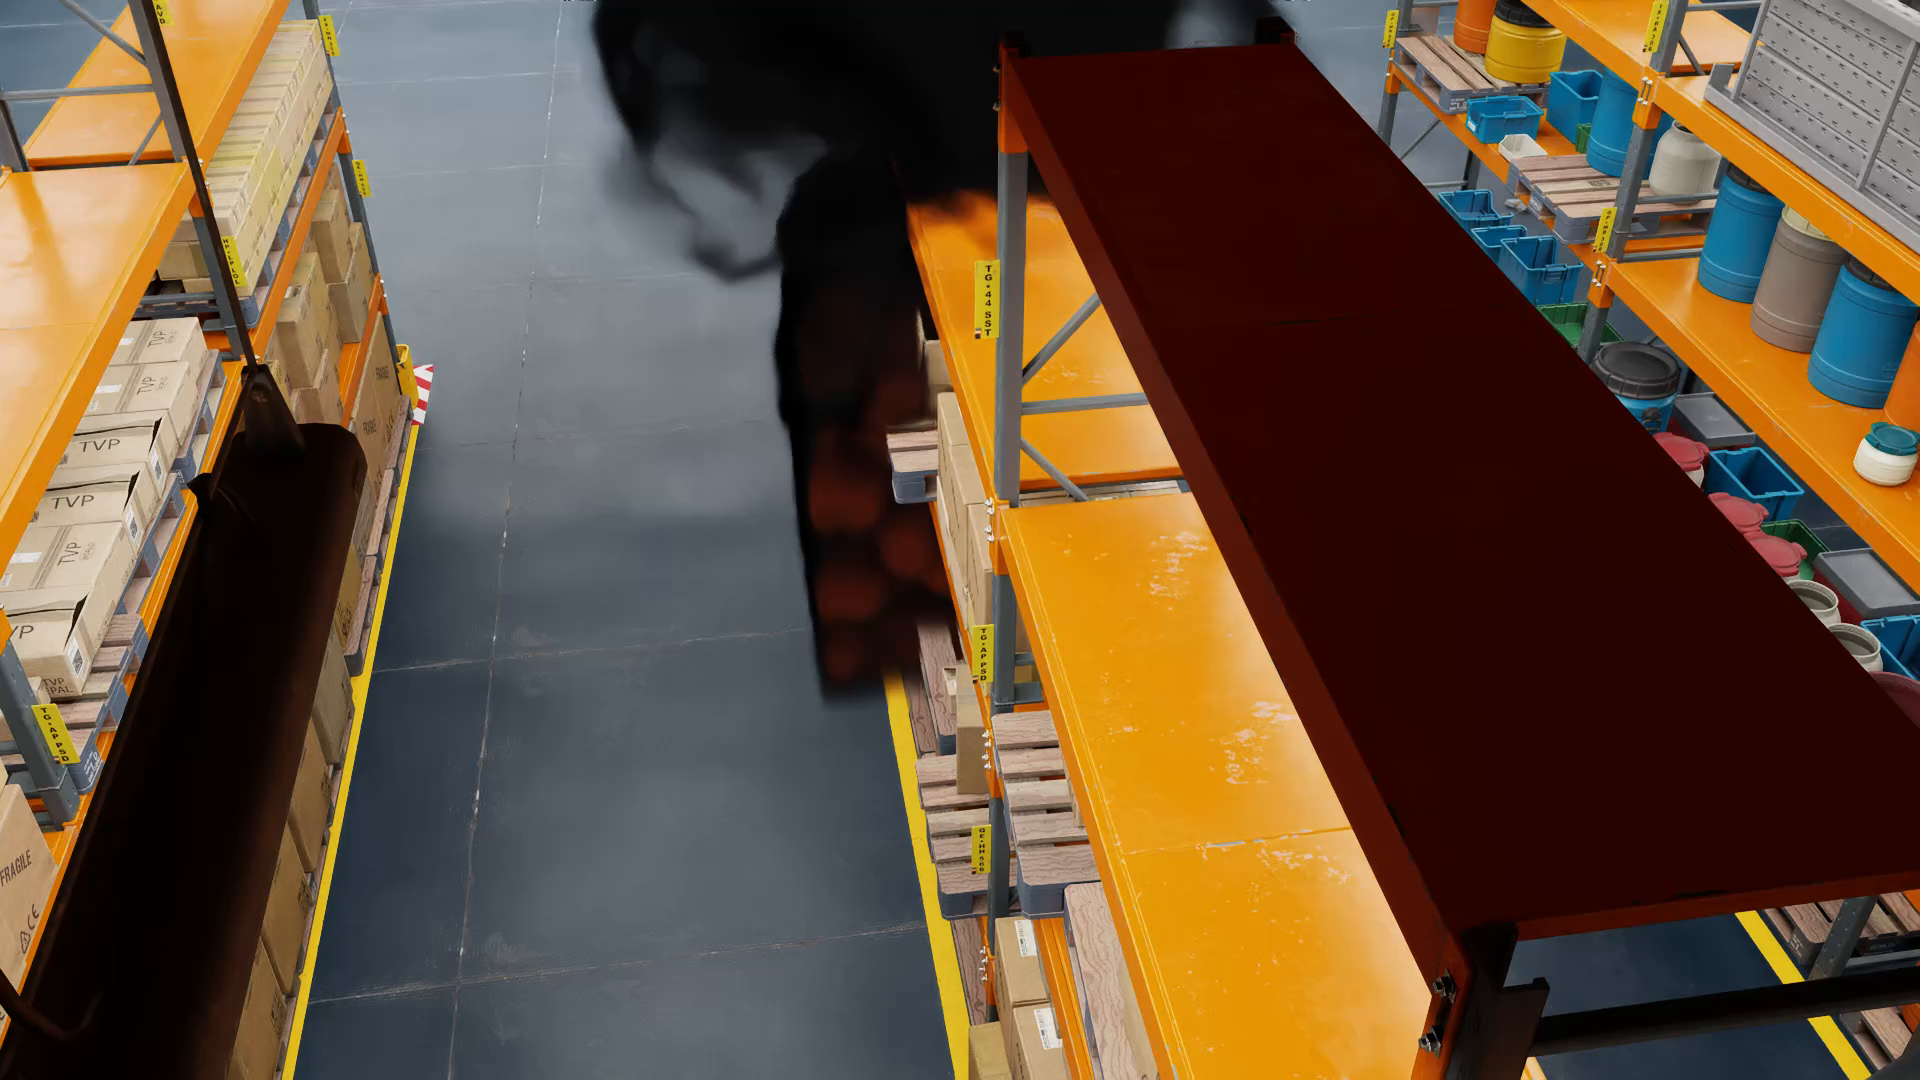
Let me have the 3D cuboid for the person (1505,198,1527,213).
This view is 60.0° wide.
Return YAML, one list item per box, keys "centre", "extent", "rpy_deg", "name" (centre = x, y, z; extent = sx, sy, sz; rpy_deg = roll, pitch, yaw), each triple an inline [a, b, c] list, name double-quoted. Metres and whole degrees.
- centre: [6.104, -4.406, 18.022]
  extent: [0.589, 1.695, 0.665]
  rpy_deg: [7, 37, 9]
  name: "person"
